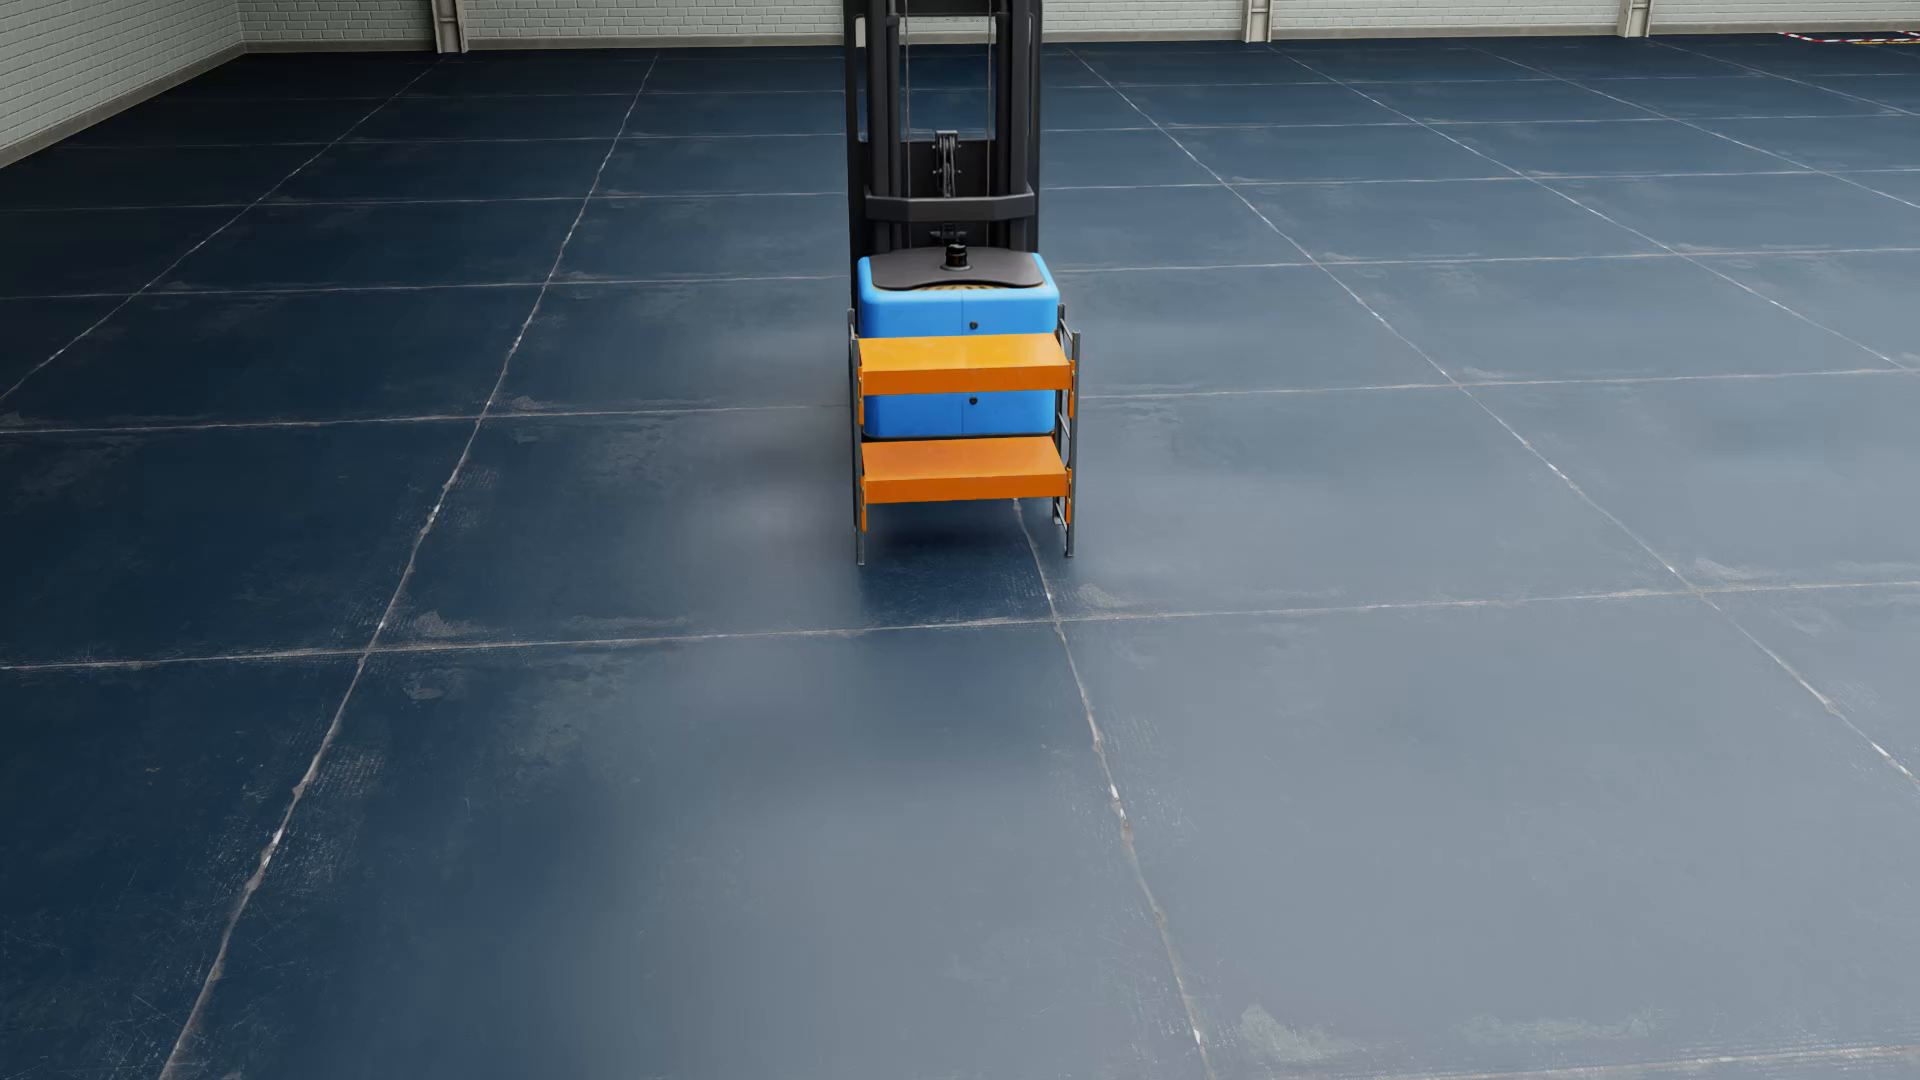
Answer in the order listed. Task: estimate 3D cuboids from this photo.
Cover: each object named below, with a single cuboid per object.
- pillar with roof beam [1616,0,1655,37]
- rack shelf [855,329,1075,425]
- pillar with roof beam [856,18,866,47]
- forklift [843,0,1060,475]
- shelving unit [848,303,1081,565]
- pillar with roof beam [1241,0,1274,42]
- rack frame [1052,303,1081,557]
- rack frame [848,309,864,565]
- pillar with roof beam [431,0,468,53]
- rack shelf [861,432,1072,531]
[{"bbox_3d":[10.915,-10.245,20.219,0.400,9.000,9.100,-2,24,-5],"label":"pillar with roof beam"},{"bbox_3d":[0.007,-0.782,7.903,1.000,0.278,0.538,-2,24,-5],"label":"rack shelf"},{"bbox_3d":[-1.027,-9.766,19.142,0.400,9.000,9.100,-2,24,-5],"label":"pillar with roof beam"},{"bbox_3d":[-0.114,-2.217,9.630,1.130,2.935,3.031,-2,24,-4],"label":"forklift"},{"bbox_3d":[0.007,-0.514,8.022,1.048,1.125,0.538,-2,24,-5],"label":"shelving unit"},{"bbox_3d":[4.944,-10.005,19.681,0.400,9.000,9.100,-2,24,-5],"label":"pillar with roof beam"},{"bbox_3d":[0.513,-0.535,8.068,0.032,1.125,0.500,-2,24,-5],"label":"rack frame"},{"bbox_3d":[-0.499,-0.494,7.976,0.032,1.125,0.500,-2,24,-5],"label":"rack frame"},{"bbox_3d":[-6.998,-9.526,18.603,0.400,9.000,9.100,-2,24,-5],"label":"pillar with roof beam"},{"bbox_3d":[0.007,-0.291,8.121,1.000,0.278,0.538,-2,24,-5],"label":"rack shelf"}]
